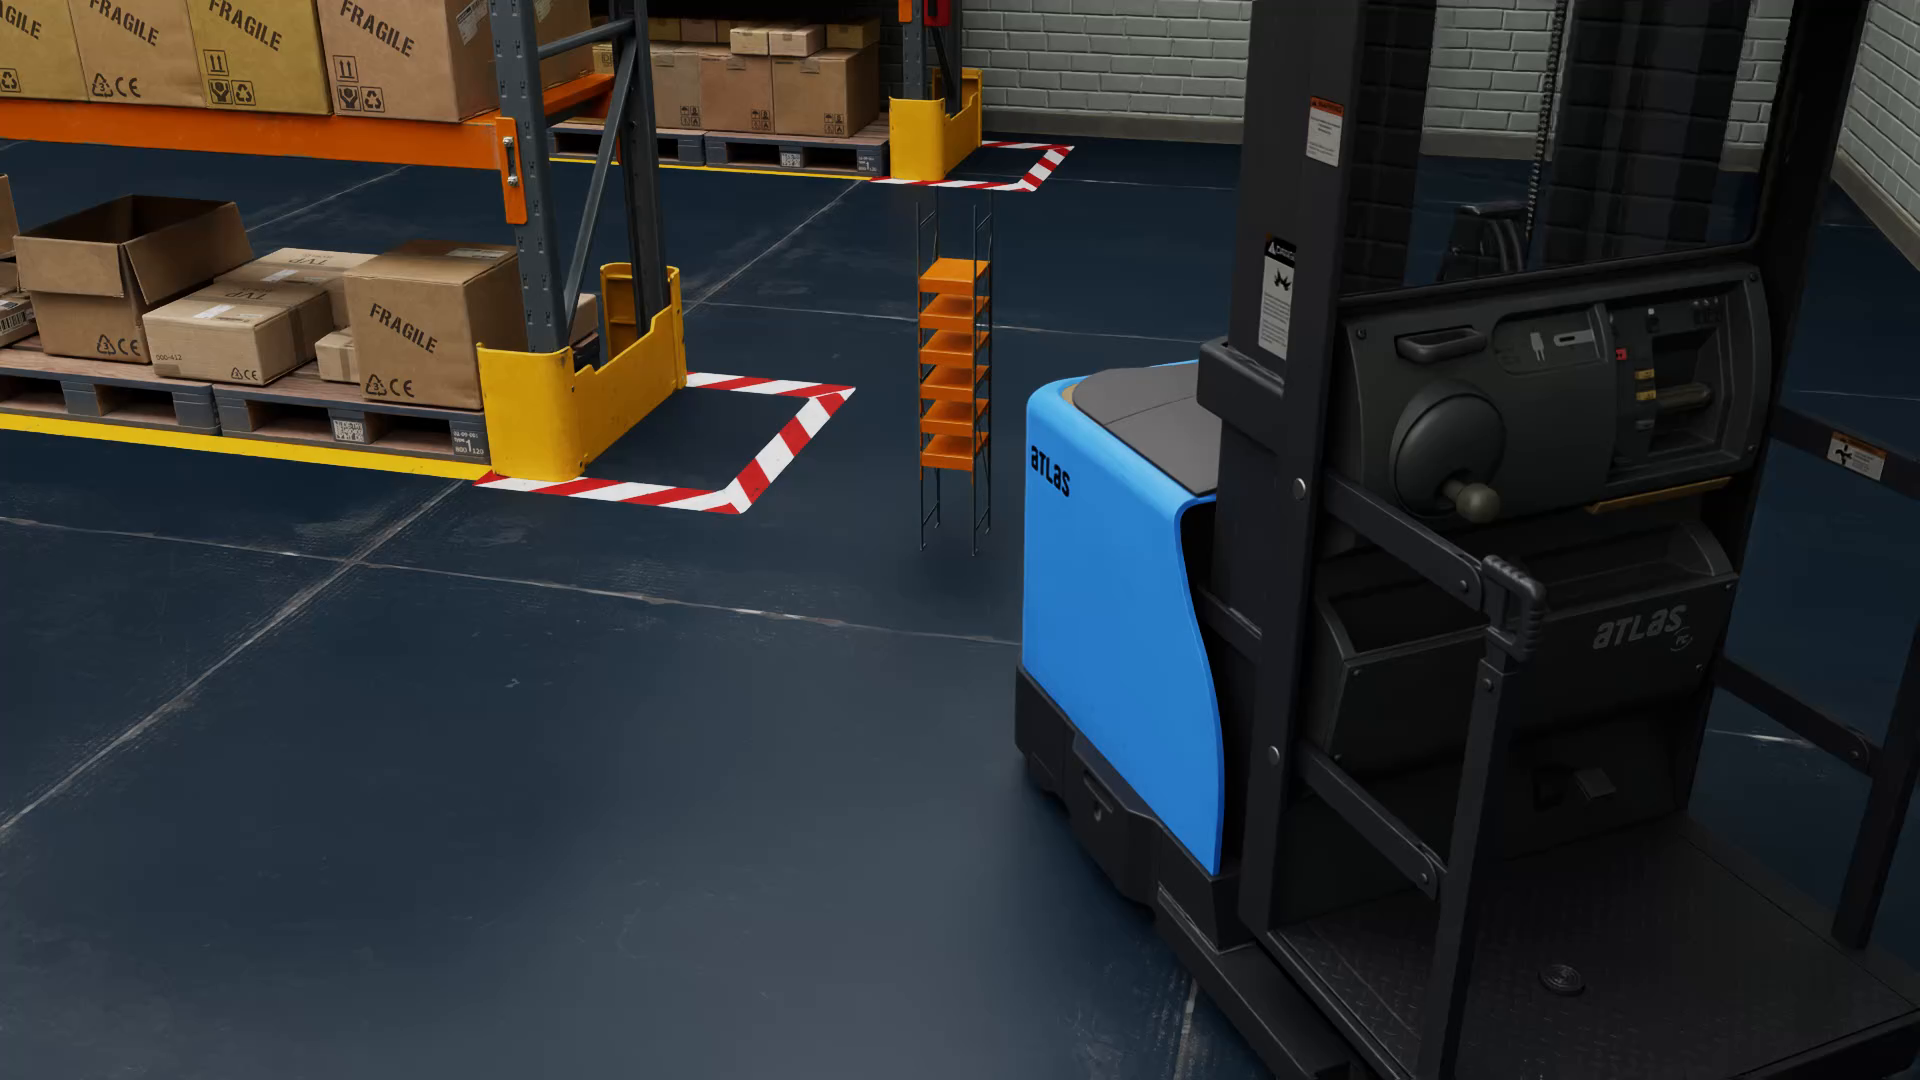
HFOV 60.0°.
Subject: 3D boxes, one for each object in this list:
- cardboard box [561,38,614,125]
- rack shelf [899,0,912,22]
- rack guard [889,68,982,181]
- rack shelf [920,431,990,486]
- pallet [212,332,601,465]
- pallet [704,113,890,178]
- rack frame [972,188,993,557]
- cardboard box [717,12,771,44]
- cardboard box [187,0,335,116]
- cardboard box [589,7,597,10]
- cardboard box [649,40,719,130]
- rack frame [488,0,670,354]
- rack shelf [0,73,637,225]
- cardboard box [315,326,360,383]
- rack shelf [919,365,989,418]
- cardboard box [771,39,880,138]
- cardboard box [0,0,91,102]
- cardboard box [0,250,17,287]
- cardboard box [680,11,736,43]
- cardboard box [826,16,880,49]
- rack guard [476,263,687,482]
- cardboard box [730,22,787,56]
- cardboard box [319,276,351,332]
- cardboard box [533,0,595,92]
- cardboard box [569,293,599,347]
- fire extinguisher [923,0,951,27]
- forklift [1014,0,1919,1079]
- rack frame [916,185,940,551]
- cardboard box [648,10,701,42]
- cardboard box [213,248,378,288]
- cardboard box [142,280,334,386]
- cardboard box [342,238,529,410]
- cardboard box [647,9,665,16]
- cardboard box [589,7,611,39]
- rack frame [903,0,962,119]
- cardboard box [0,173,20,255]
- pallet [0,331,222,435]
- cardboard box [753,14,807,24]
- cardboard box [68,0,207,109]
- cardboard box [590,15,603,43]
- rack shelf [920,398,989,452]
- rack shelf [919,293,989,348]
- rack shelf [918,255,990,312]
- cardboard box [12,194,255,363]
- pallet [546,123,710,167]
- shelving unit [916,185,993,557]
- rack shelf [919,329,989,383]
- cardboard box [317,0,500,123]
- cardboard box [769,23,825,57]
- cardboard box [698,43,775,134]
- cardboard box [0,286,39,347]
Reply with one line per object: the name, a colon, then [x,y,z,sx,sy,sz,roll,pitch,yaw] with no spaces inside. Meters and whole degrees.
cardboard box: [-2.363,-3.134,11.264,0.500,0.500,0.700,7,26,14]
rack shelf: [-2.107,-3.768,11.013,4.000,0.370,1.077,6,26,13]
rack guard: [-0.146,-2.748,10.940,0.348,0.500,1.175,6,26,13]
rack shelf: [-0.014,-0.286,5.618,0.180,0.103,0.258,6,26,13]
pallet: [-2.246,-0.650,6.871,1.213,0.211,1.003,6,26,13]
pallet: [-0.964,-2.673,11.119,1.213,0.211,1.003,6,26,13]
rack frame: [0.075,-0.533,5.475,0.006,1.200,0.240,6,26,13]
cardboard box: [-1.435,-3.417,11.102,0.250,0.149,0.380,7,26,13]
cardboard box: [-2.405,-1.850,6.030,0.500,0.500,0.500,7,26,13]
cardboard box: [-2.670,-3.553,11.388,0.250,0.149,0.380,5,26,11]
cardboard box: [-1.844,-3.080,11.150,0.500,0.500,0.700,5,26,11]
rack frame: [-1.400,-1.816,6.076,0.127,3.000,1.000,6,26,13]
rack shelf: [-3.337,-1.706,6.680,4.000,0.370,1.077,6,26,13]
cardboard box: [-2.358,-0.772,6.667,0.250,0.166,0.380,6,26,13]
rack shelf: [-0.014,-0.503,5.514,0.180,0.103,0.258,6,26,13]
cardboard box: [-0.873,-2.973,10.925,0.500,0.500,0.700,6,26,13]
cardboard box: [-3.374,-1.960,6.261,0.500,0.500,0.500,6,26,12]
cardboard box: [-3.925,-1.206,7.410,0.500,0.311,0.500,6,26,13]
cardboard box: [-1.681,-3.444,11.159,0.250,0.149,0.380,7,26,14]
cardboard box: [-0.702,-3.336,10.933,0.250,0.149,0.380,6,26,13]
rack guard: [-1.473,-0.696,6.630,0.348,0.500,1.175,6,26,13]
cardboard box: [-1.290,-3.231,10.712,0.250,0.149,0.380,7,26,14]
cardboard box: [-2.340,-1.003,7.055,0.500,0.250,0.500,6,26,13]
cardboard box: [-1.764,-2.019,6.384,0.500,0.500,0.500,7,26,14]
cardboard box: [-1.720,-0.916,6.989,0.250,0.149,0.380,6,26,13]
fire extinguisher: [-0.139,-3.467,10.068,0.183,0.674,0.296,6,26,13]
forklift: [1.182,-0.234,2.832,1.130,2.935,3.031,-10,27,-20]
rack frame: [-0.103,-0.553,5.516,0.006,1.200,0.240,6,26,13]
cardboard box: [-1.930,-3.471,11.216,0.250,0.149,0.380,7,26,14]
cardboard box: [-2.824,-1.057,7.167,0.500,0.250,0.500,6,26,13]
cardboard box: [-2.900,-0.843,6.719,0.500,0.250,0.500,6,26,13]
cardboard box: [-1.988,-0.842,6.425,0.500,0.500,0.500,6,26,13]
cardboard box: [-2.175,-3.498,11.273,0.250,0.149,0.380,6,26,12]
cardboard box: [-2.425,-3.526,11.331,0.250,0.149,0.380,7,26,14]
rack frame: [-0.170,-3.879,10.408,0.127,3.000,1.000,6,26,13]
cardboard box: [-4.651,-1.372,7.538,0.500,0.500,0.500,6,26,13]
pallet: [-3.424,-0.782,7.147,1.213,0.211,1.003,6,26,13]
cardboard box: [-1.192,-3.390,11.046,0.250,0.149,0.380,6,26,13]
cardboard box: [-2.886,-1.906,6.147,0.500,0.500,0.500,7,26,13]
cardboard box: [-2.553,-3.370,11.004,0.250,0.149,0.380,6,26,12]
rack shelf: [-0.014,-0.395,5.566,0.180,0.103,0.258,6,26,13]
rack shelf: [-0.014,-0.720,5.411,0.180,0.103,0.258,6,26,13]
rack shelf: [-0.014,-0.828,5.360,0.180,0.103,0.258,6,26,13]
cardboard box: [-3.453,-1.117,6.999,0.637,0.503,0.797,6,26,13]
pallet: [-2.141,-2.804,11.395,1.213,0.211,1.003,6,26,13]
shelving unit: [-0.014,-0.543,5.495,0.189,1.200,0.258,6,26,13]
rack shelf: [-0.014,-0.612,5.463,0.180,0.103,0.258,6,26,13]
cardboard box: [-1.901,-1.796,5.917,0.500,0.500,0.500,7,26,15]
cardboard box: [-1.042,-3.204,10.655,0.250,0.149,0.380,6,26,12]
cardboard box: [-1.357,-3.027,11.038,0.500,0.500,0.700,6,26,13]
cardboard box: [-4.081,-0.941,7.020,0.250,0.166,0.380,6,26,13]
